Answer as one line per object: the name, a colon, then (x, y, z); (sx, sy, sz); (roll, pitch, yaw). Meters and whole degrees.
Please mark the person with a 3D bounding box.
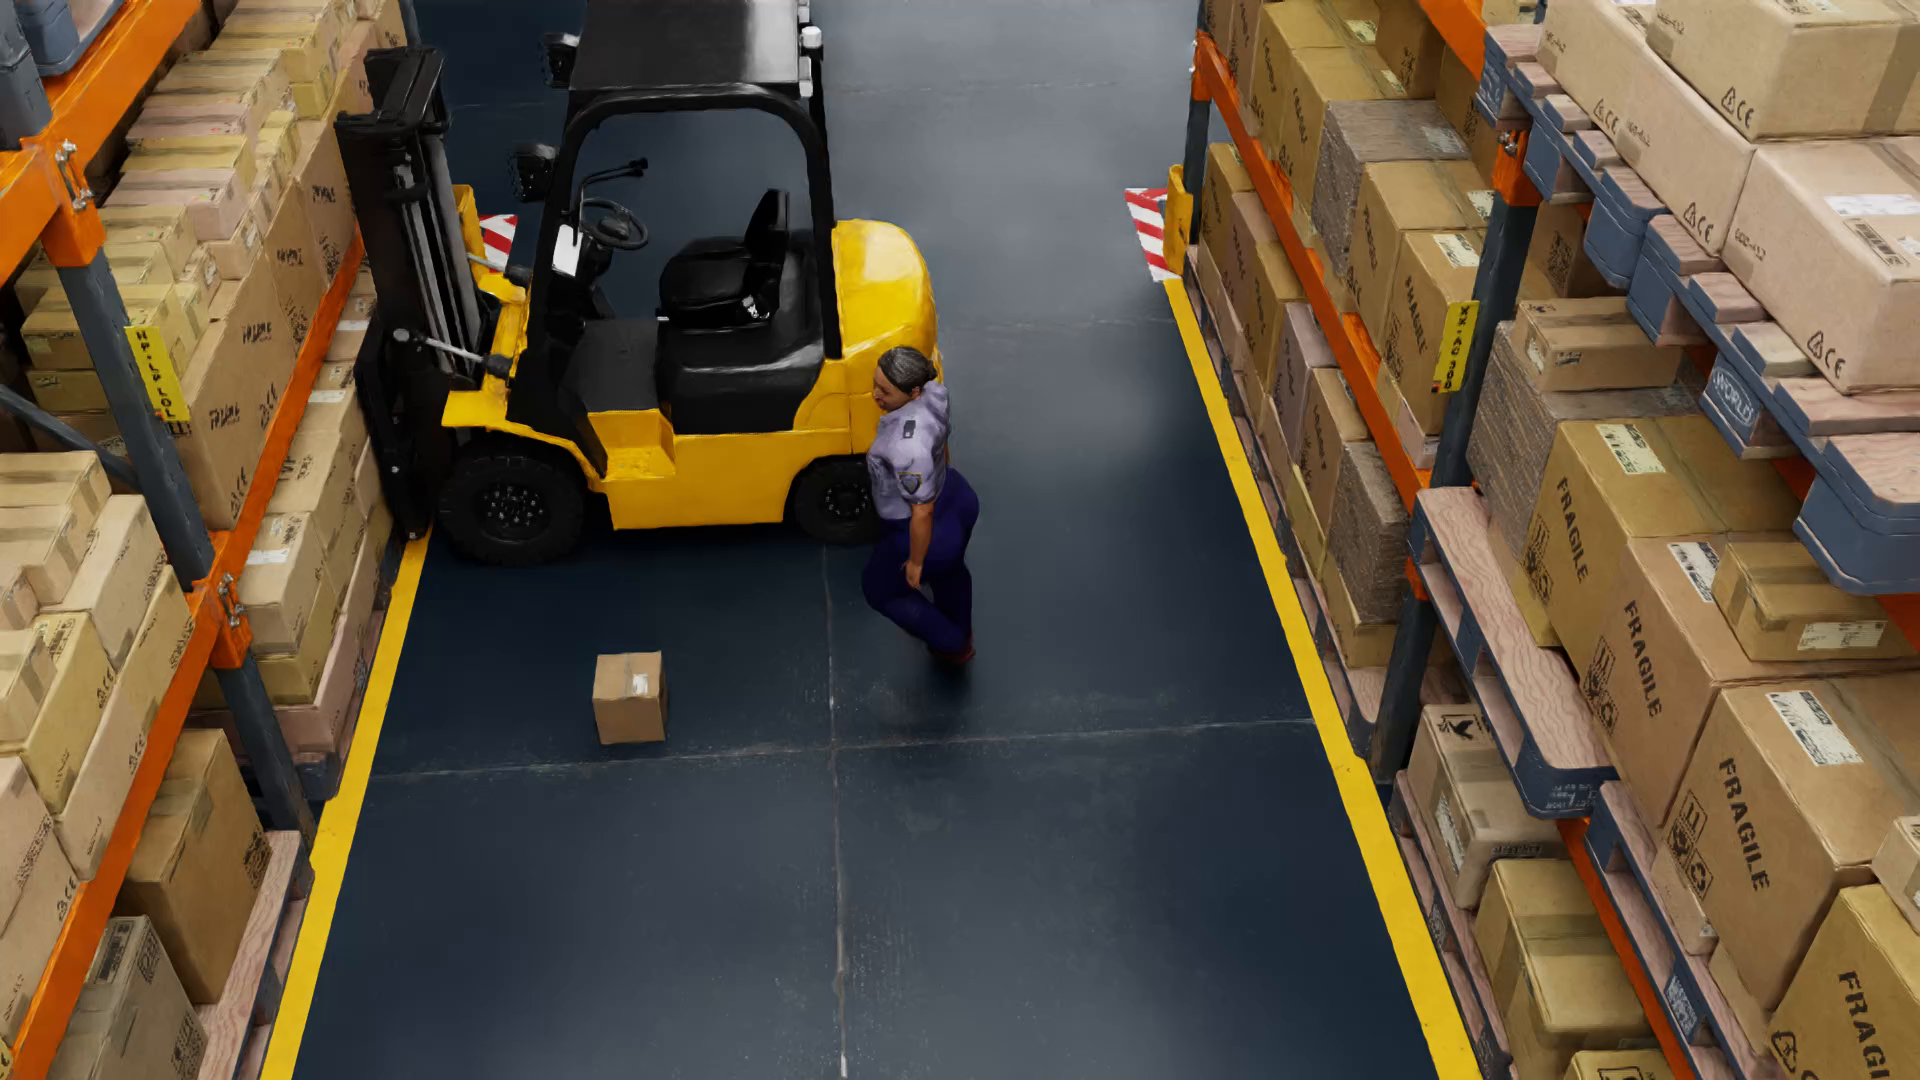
person: (-0.153, -0.091, 6.275); (0.427, 1.616, 0.615); (10, 40, 12)
